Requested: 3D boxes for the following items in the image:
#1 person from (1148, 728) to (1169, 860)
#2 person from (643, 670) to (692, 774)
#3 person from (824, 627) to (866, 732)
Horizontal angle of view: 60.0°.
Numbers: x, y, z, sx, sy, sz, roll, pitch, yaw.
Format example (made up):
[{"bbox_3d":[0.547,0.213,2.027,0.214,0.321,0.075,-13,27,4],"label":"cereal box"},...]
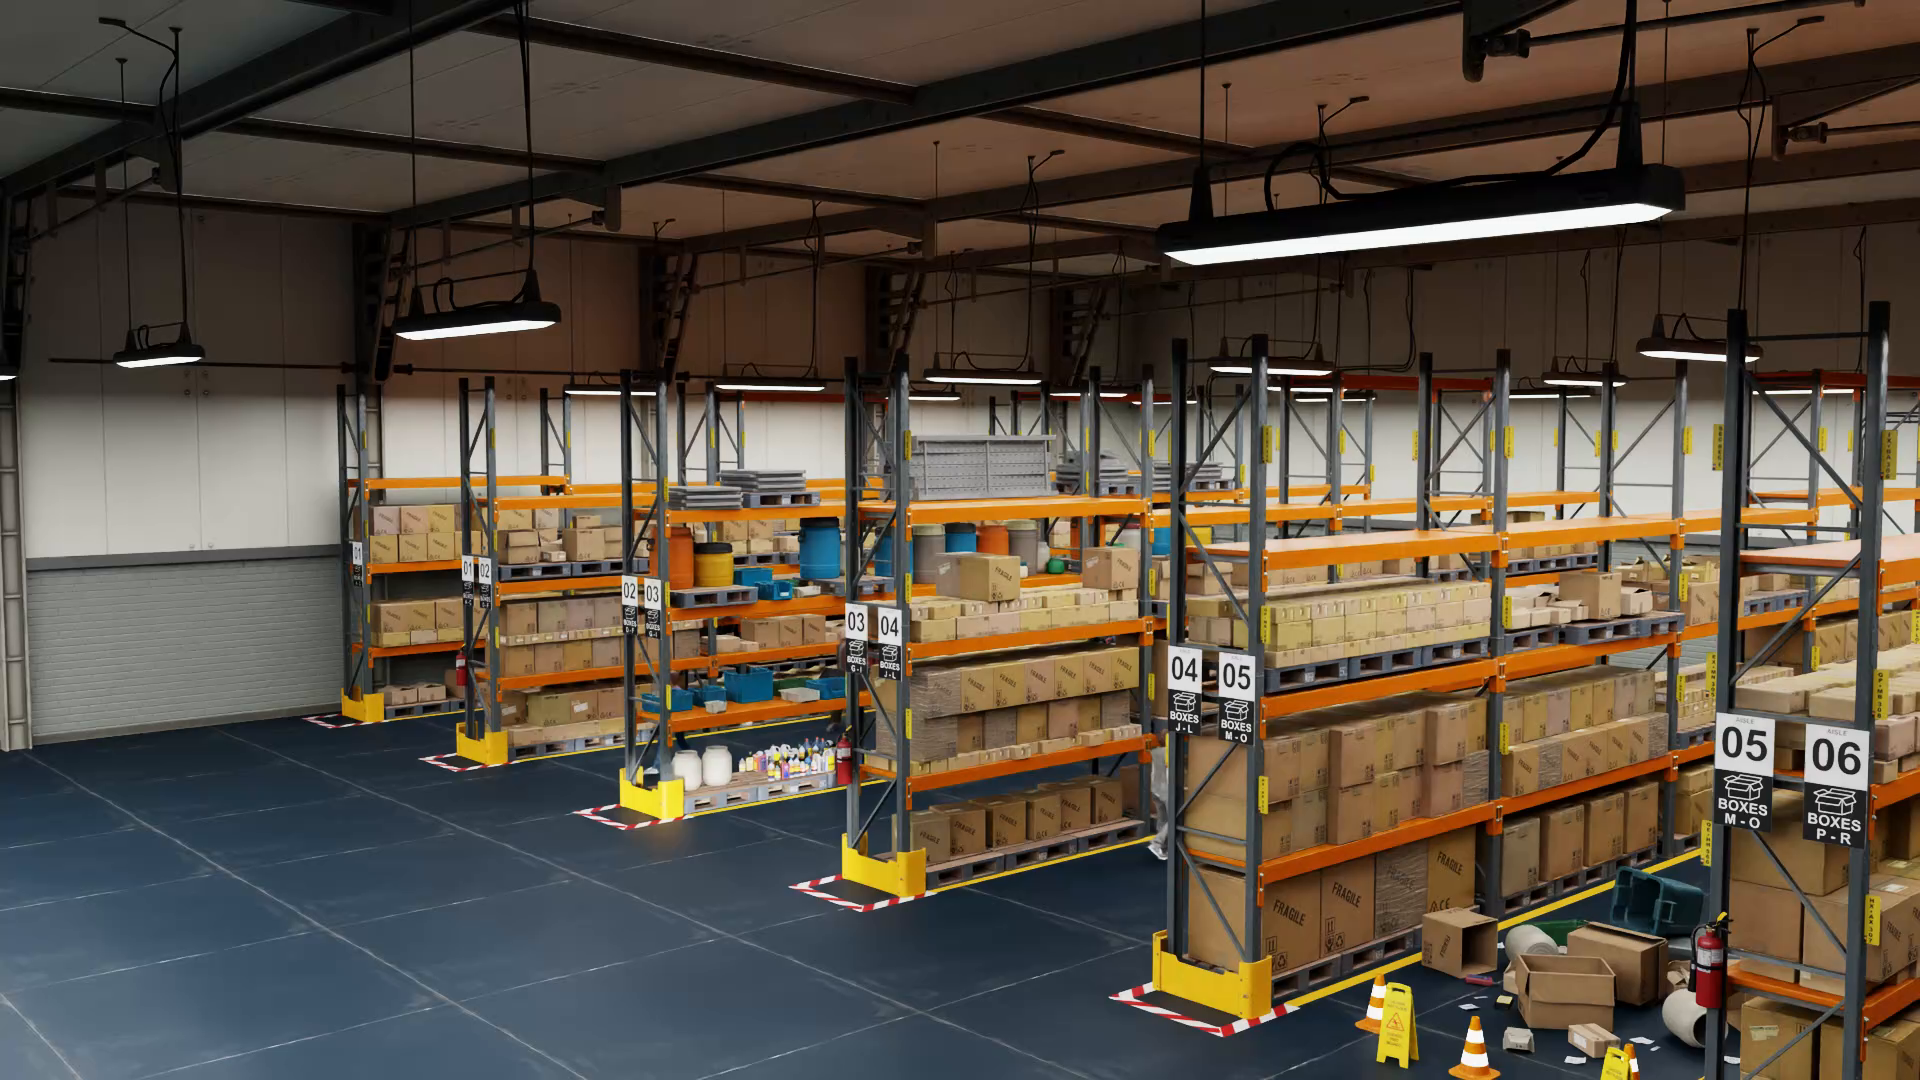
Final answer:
[{"bbox_3d":[2.421,3.060,19.959,0.469,1.596,0.460,-2,4,-30],"label":"person"},{"bbox_3d":[-4.340,2.729,24.910,0.884,1.552,0.434,-3,5,-34],"label":"person"},{"bbox_3d":[-1.995,2.412,28.755,0.815,1.827,0.593,-3,5,-39],"label":"person"}]
